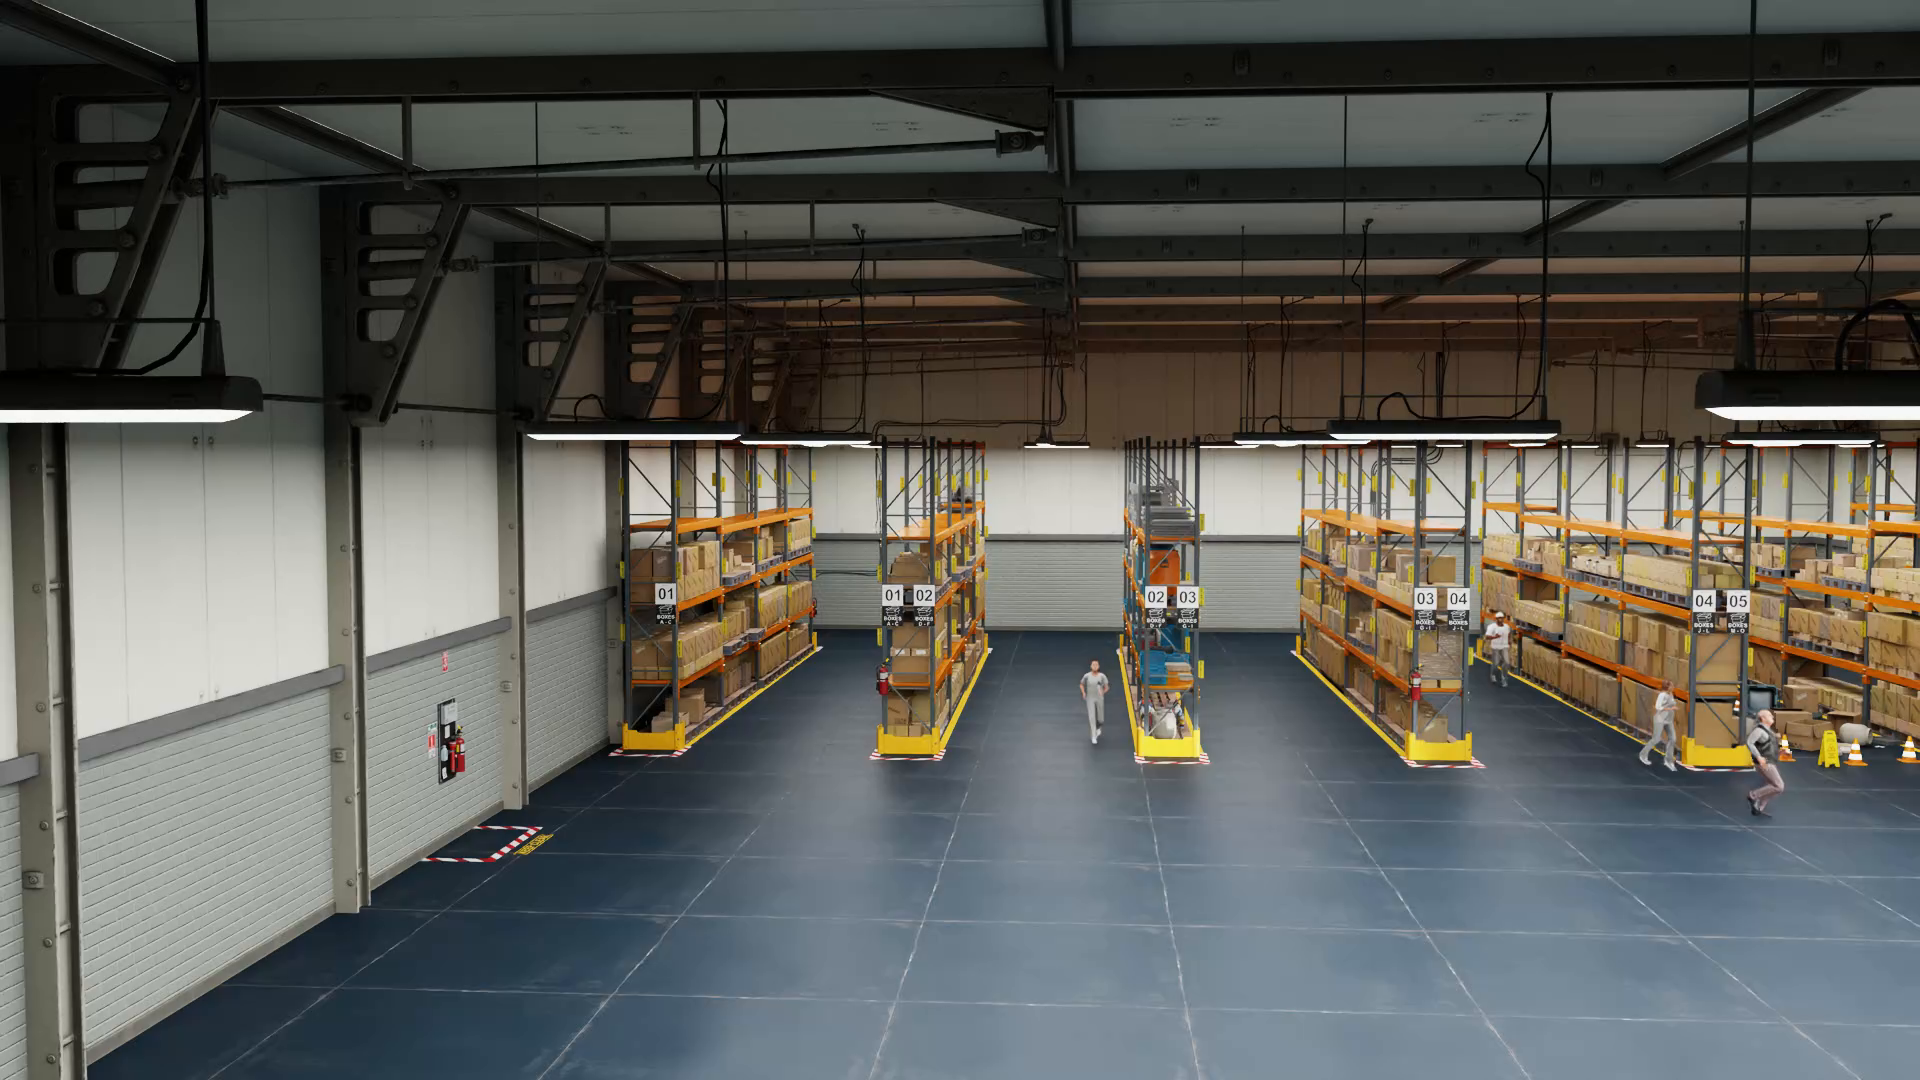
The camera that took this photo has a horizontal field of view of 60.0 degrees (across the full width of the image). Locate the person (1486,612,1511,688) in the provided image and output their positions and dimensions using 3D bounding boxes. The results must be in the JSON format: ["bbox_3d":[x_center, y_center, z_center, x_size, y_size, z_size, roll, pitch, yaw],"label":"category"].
[{"bbox_3d":[13.147,2.666,40.524,0.677,1.823,0.737,0,3,0],"label":"person"}]

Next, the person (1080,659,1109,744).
[{"bbox_3d":[2.638,3.155,32.696,0.571,1.628,0.753,0,3,3],"label":"person"}]

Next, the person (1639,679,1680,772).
[{"bbox_3d":[12.671,3.322,30.002,0.540,1.639,0.711,-2,4,-34],"label":"person"}]

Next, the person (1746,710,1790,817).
[{"bbox_3d":[12.615,3.493,25.937,0.566,1.682,0.650,2,4,39],"label":"person"}]
